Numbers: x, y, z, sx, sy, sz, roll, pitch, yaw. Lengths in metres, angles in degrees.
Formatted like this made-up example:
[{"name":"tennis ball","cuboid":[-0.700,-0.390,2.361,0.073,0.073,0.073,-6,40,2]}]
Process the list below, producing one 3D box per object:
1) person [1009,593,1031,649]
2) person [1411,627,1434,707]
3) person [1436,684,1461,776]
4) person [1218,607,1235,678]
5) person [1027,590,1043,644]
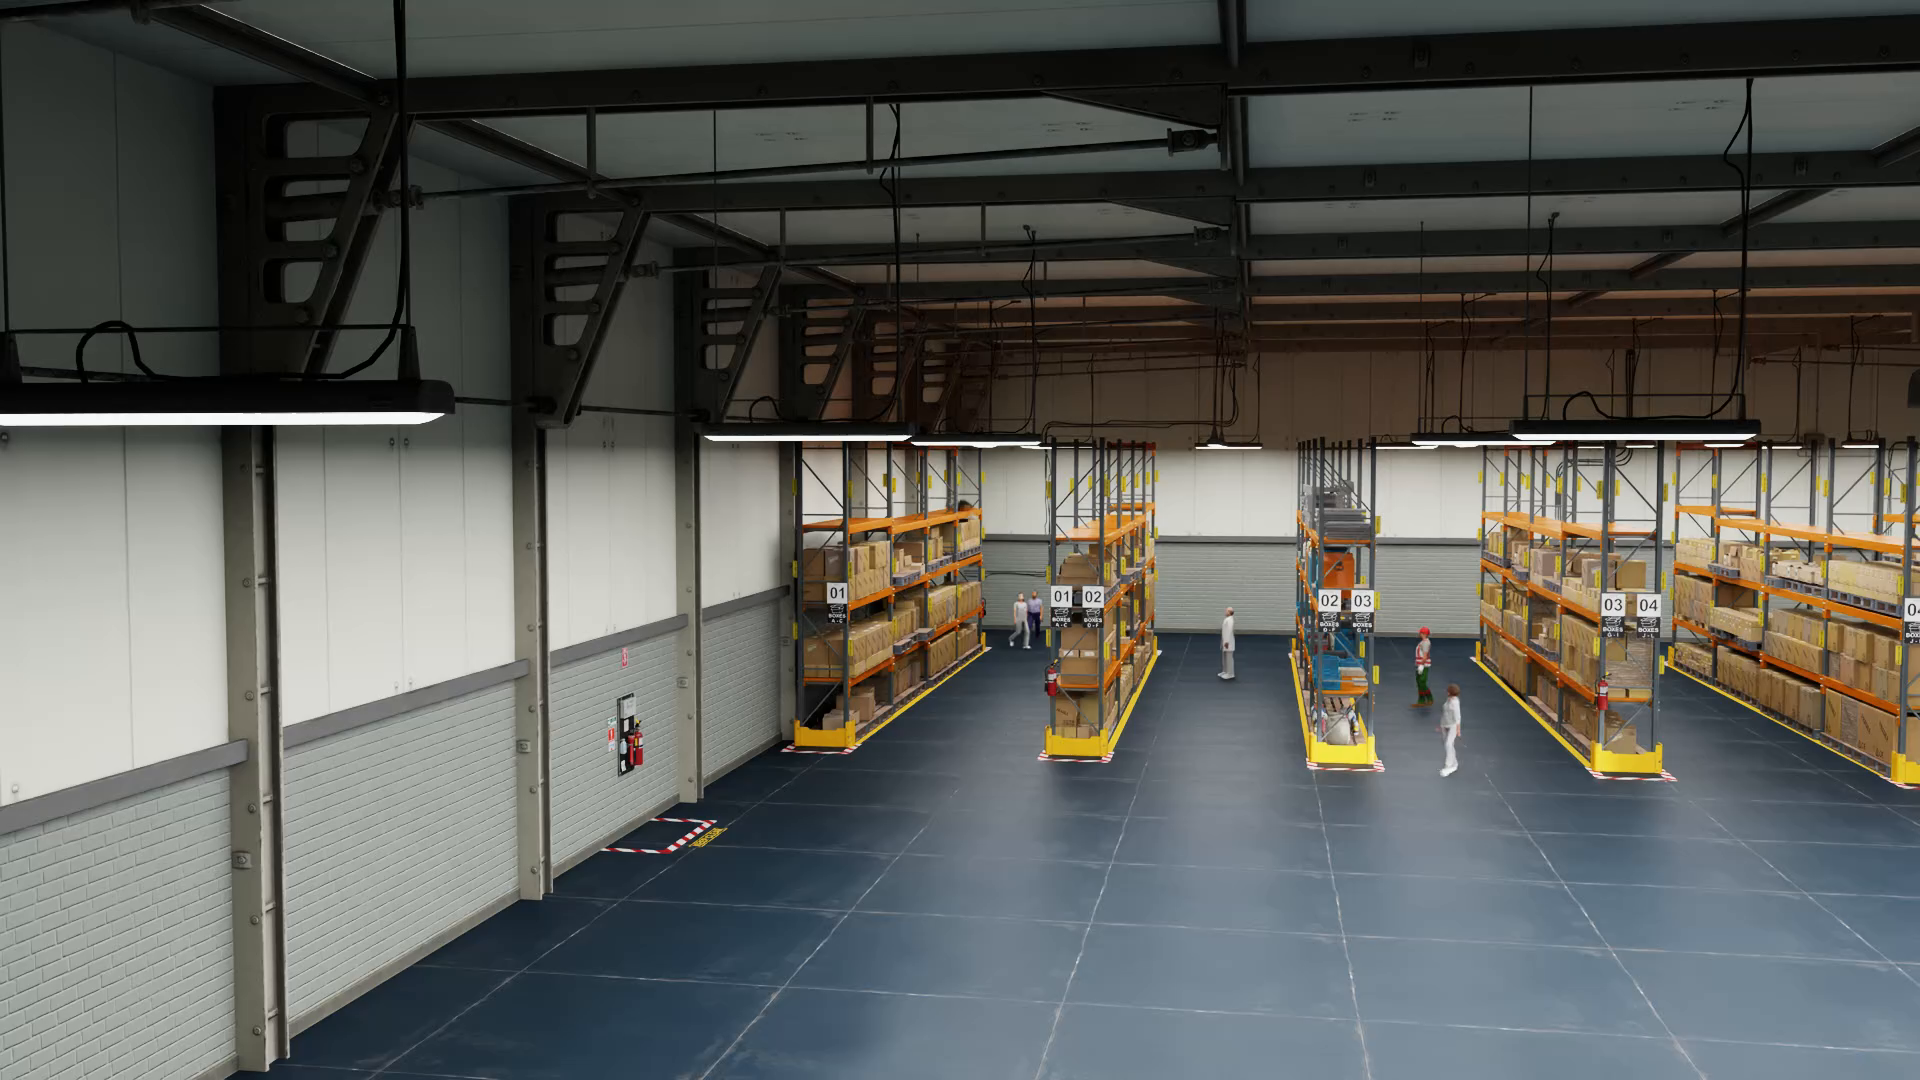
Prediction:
[{"name":"person","cuboid":[1.733,2.351,48.318,0.545,1.608,0.733,-2,4,-37]},{"name":"person","cuboid":[10.377,2.848,37.272,0.463,1.798,0.621,0,3,-7]},{"name":"person","cuboid":[8.680,3.391,29.590,0.561,1.616,0.514,-2,4,-33]},{"name":"person","cuboid":[6.788,2.592,42.217,0.434,1.785,0.608,0,3,-7]},{"name":"person","cuboid":[2.213,2.298,49.753,0.513,1.583,0.979,0,3,3]}]
